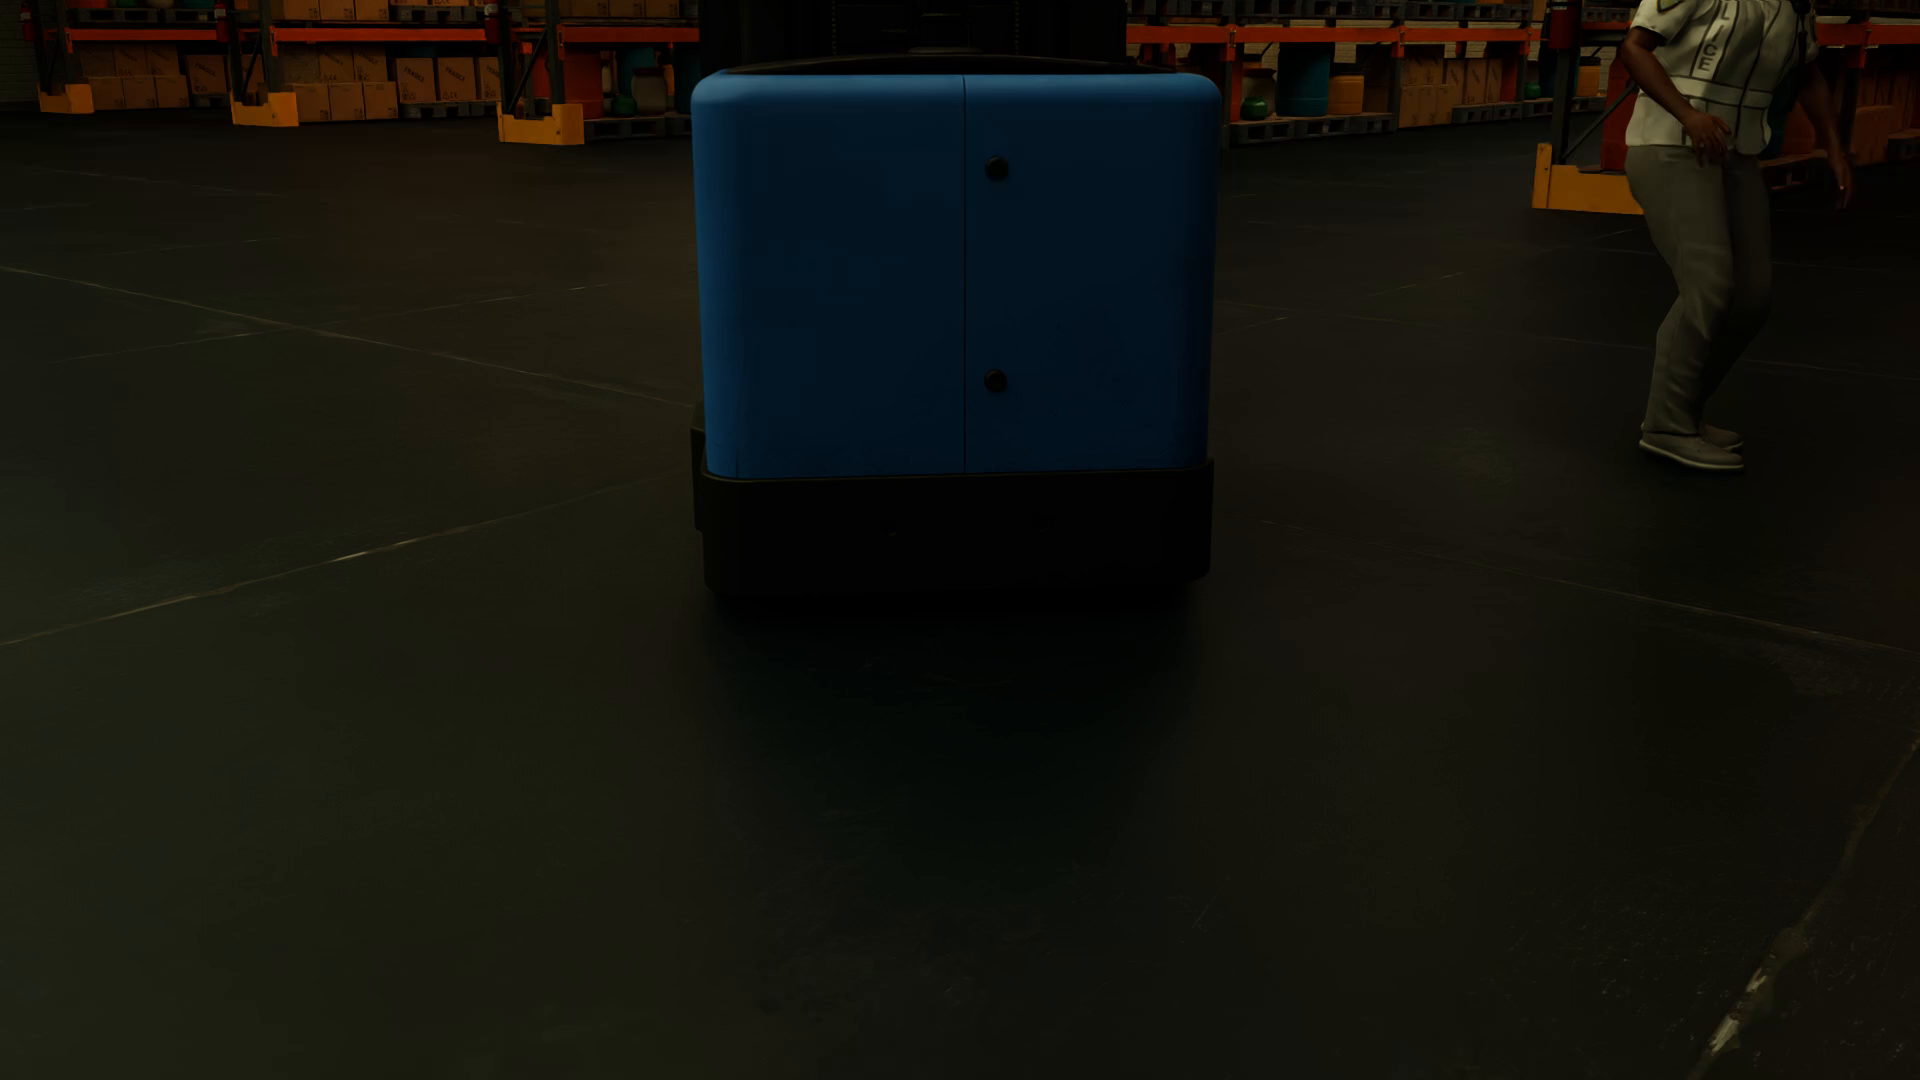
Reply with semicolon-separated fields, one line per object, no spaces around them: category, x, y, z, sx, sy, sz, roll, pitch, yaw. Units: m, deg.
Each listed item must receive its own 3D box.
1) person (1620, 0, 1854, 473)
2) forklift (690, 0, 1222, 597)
person;2.115;-1.027;4.554;0.661;1.633;0.489;-8;19;-26
forklift;-0.144;-1.669;4.393;1.130;2.935;3.031;-2;17;-6
